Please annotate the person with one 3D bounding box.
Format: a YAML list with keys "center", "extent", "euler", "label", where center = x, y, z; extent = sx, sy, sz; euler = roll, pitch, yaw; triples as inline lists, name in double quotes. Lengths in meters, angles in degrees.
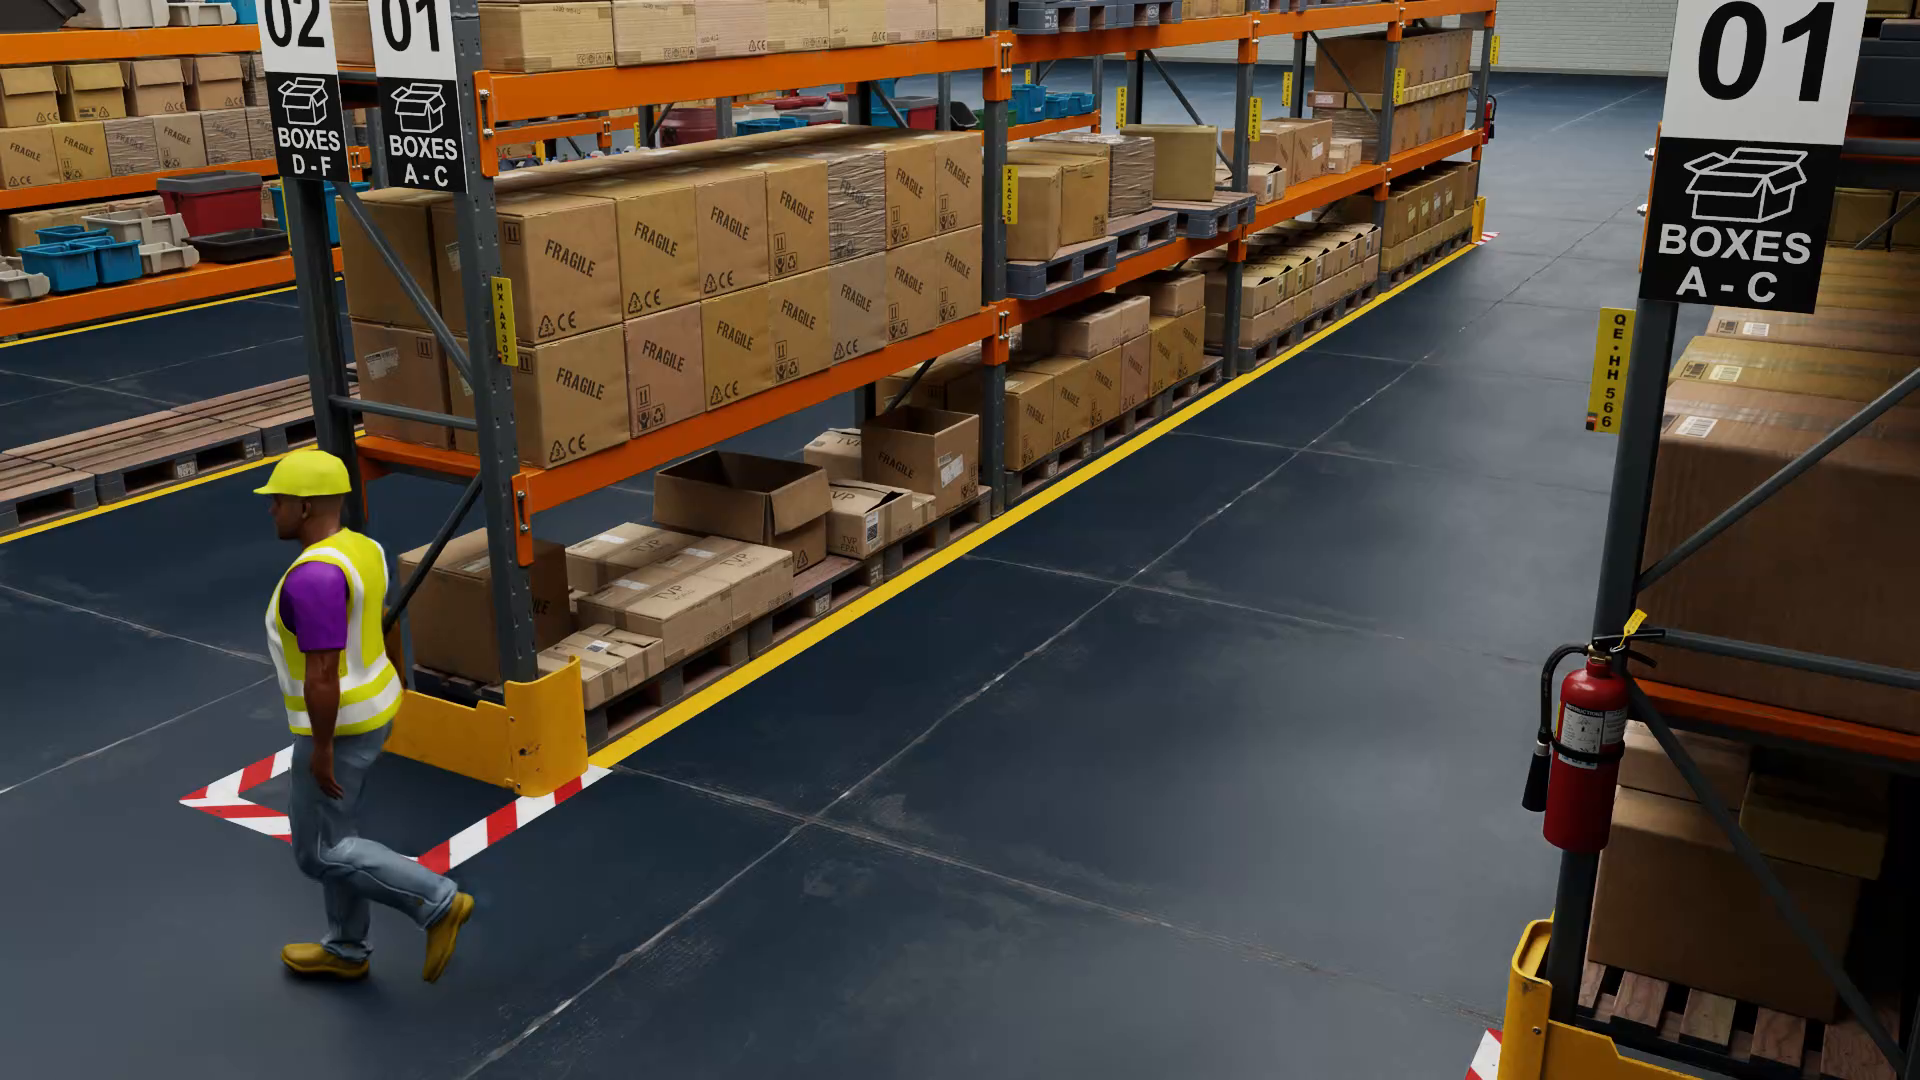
- center: [-1.933, 0.580, 5.371]
  extent: [0.686, 1.738, 0.622]
  euler: [-1, 19, -3]
  label: "person"
